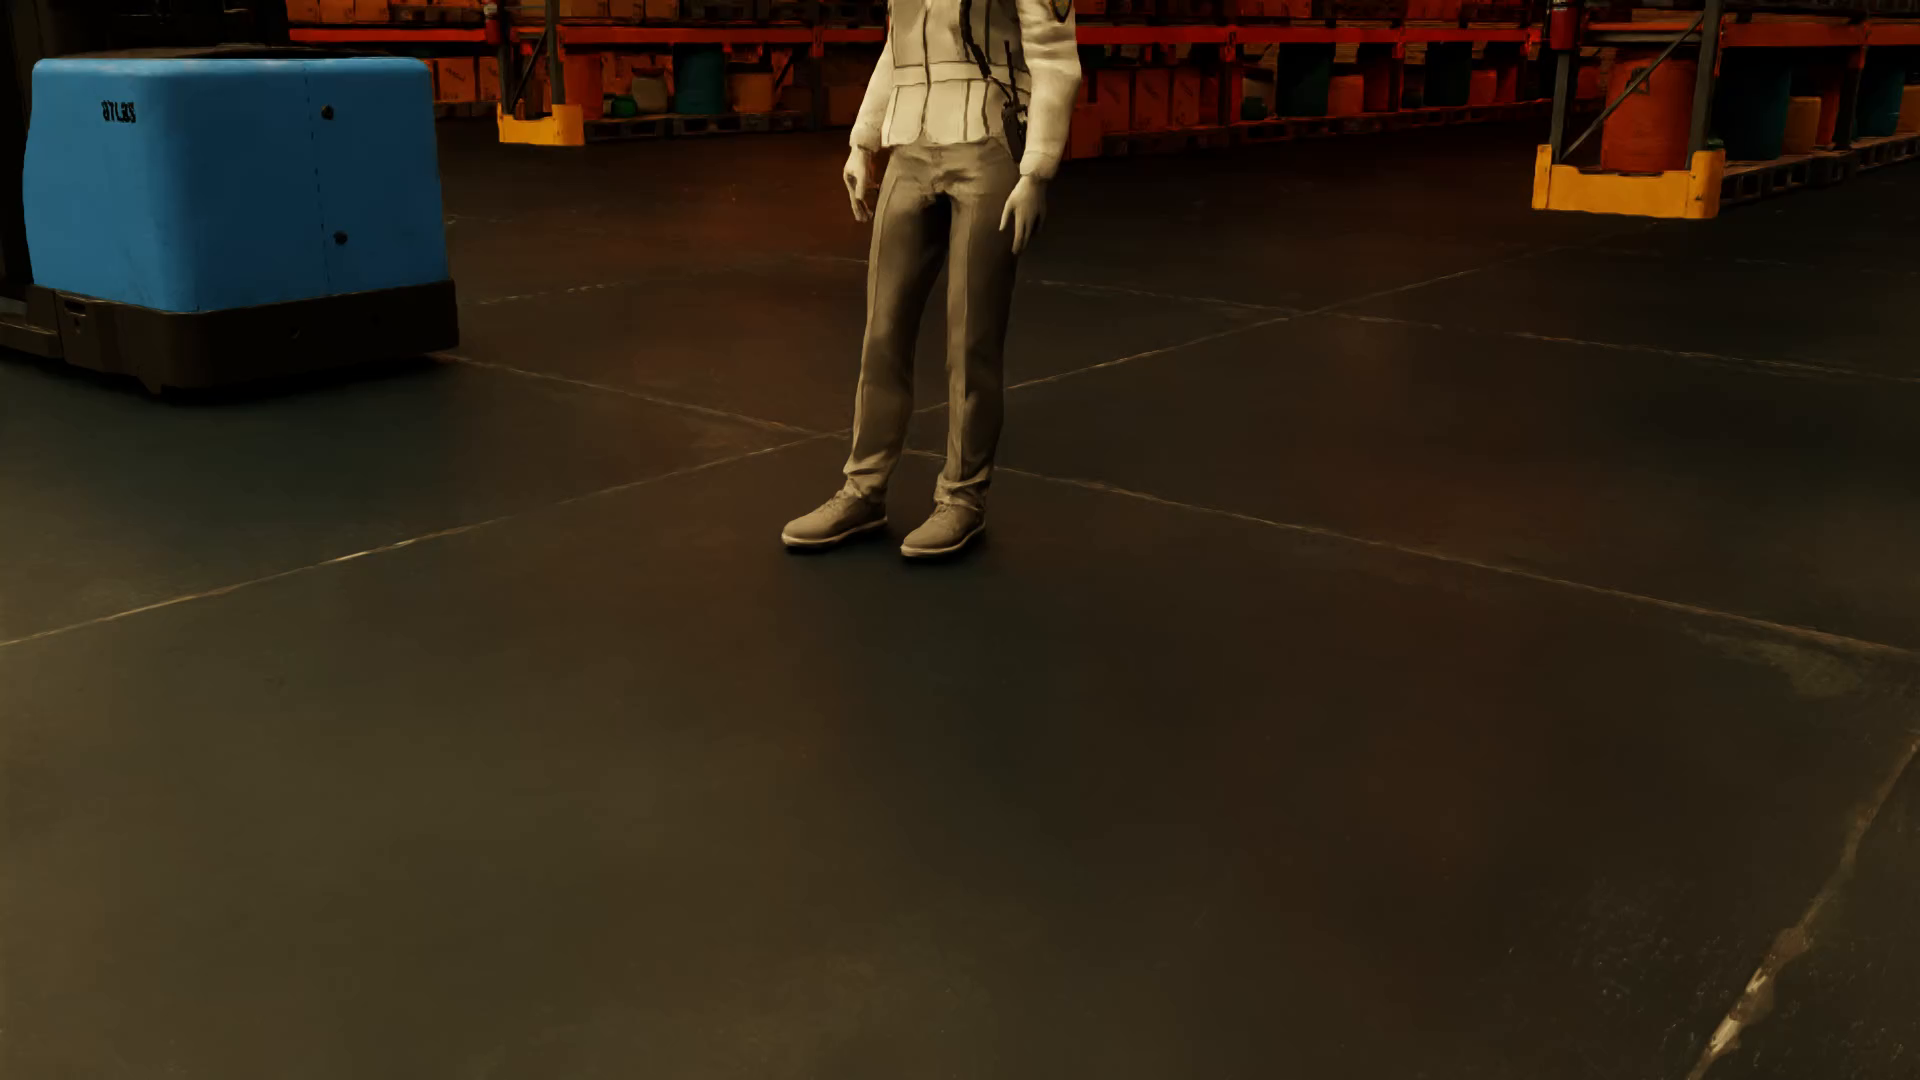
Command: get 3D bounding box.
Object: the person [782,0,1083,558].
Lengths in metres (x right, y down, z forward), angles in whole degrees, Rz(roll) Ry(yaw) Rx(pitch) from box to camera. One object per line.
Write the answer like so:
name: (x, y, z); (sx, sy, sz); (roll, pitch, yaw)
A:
person: (-0.048, -0.804, 3.648); (0.586, 1.695, 0.532); (13, 21, 37)

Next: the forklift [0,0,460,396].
forklift: (-3.270, -2.200, 6.143); (3.031, 2.935, 1.130); (13, 21, 37)
